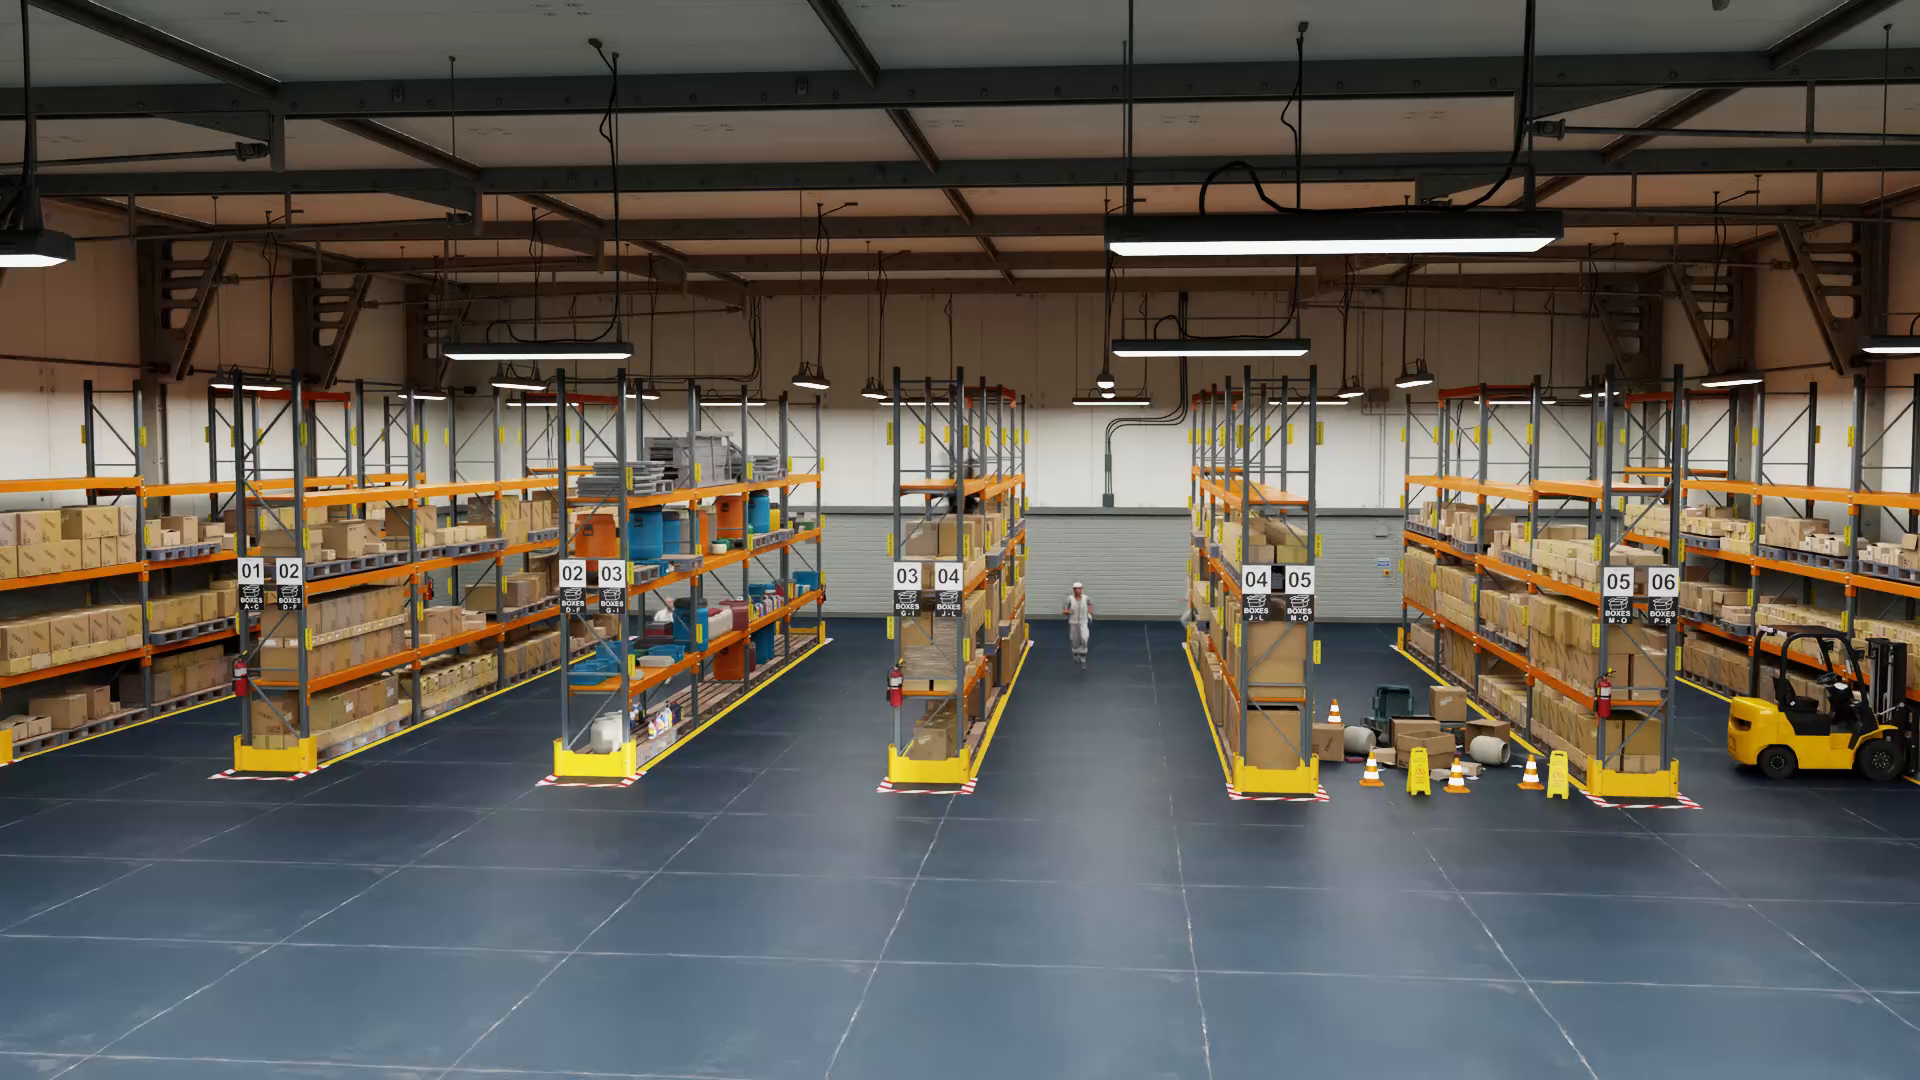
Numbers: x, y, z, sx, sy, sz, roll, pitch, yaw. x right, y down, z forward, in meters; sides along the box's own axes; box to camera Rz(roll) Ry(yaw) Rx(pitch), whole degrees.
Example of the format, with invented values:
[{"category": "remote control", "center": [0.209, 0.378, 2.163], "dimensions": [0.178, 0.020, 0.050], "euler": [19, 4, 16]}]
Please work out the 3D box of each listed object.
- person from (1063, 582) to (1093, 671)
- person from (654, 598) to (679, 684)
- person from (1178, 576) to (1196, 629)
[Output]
[{"category": "person", "center": [2.453, 1.773, 34.548], "dimensions": [0.633, 1.811, 0.797], "euler": [0, 4, 2]}, {"category": "person", "center": [-5.921, 2.042, 33.861], "dimensions": [0.712, 1.739, 0.652], "euler": [0, 4, 4]}, {"category": "person", "center": [5.650, 1.676, 40.321], "dimensions": [0.713, 1.612, 0.578], "euler": [0, 4, -3]}]
